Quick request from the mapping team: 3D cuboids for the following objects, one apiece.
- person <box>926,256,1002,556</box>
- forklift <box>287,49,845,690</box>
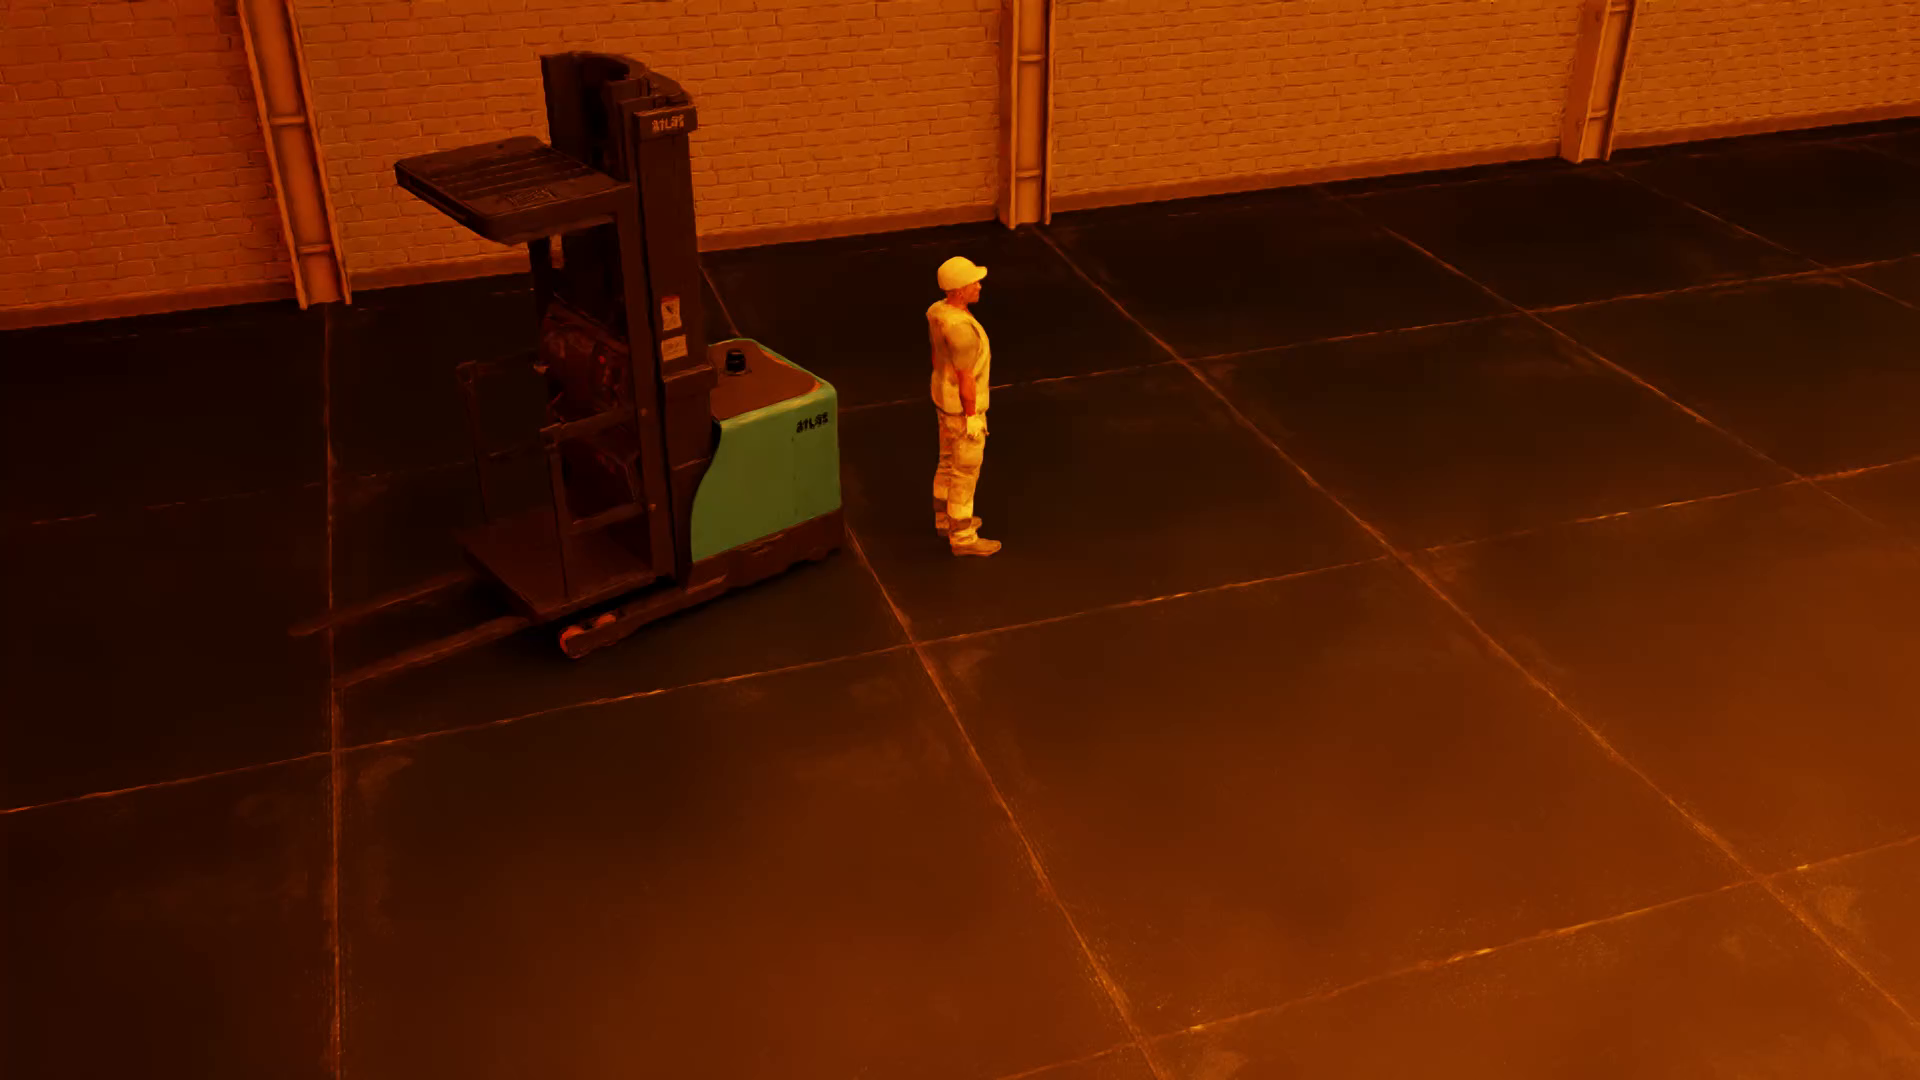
[{"bbox_3d":[0.019,-0.780,9.586,0.349,1.795,0.540,-10,31,-16],"label":"person"},{"bbox_3d":[-2.150,-0.936,8.713,3.031,2.935,1.130,-22,36,-33],"label":"forklift"}]
